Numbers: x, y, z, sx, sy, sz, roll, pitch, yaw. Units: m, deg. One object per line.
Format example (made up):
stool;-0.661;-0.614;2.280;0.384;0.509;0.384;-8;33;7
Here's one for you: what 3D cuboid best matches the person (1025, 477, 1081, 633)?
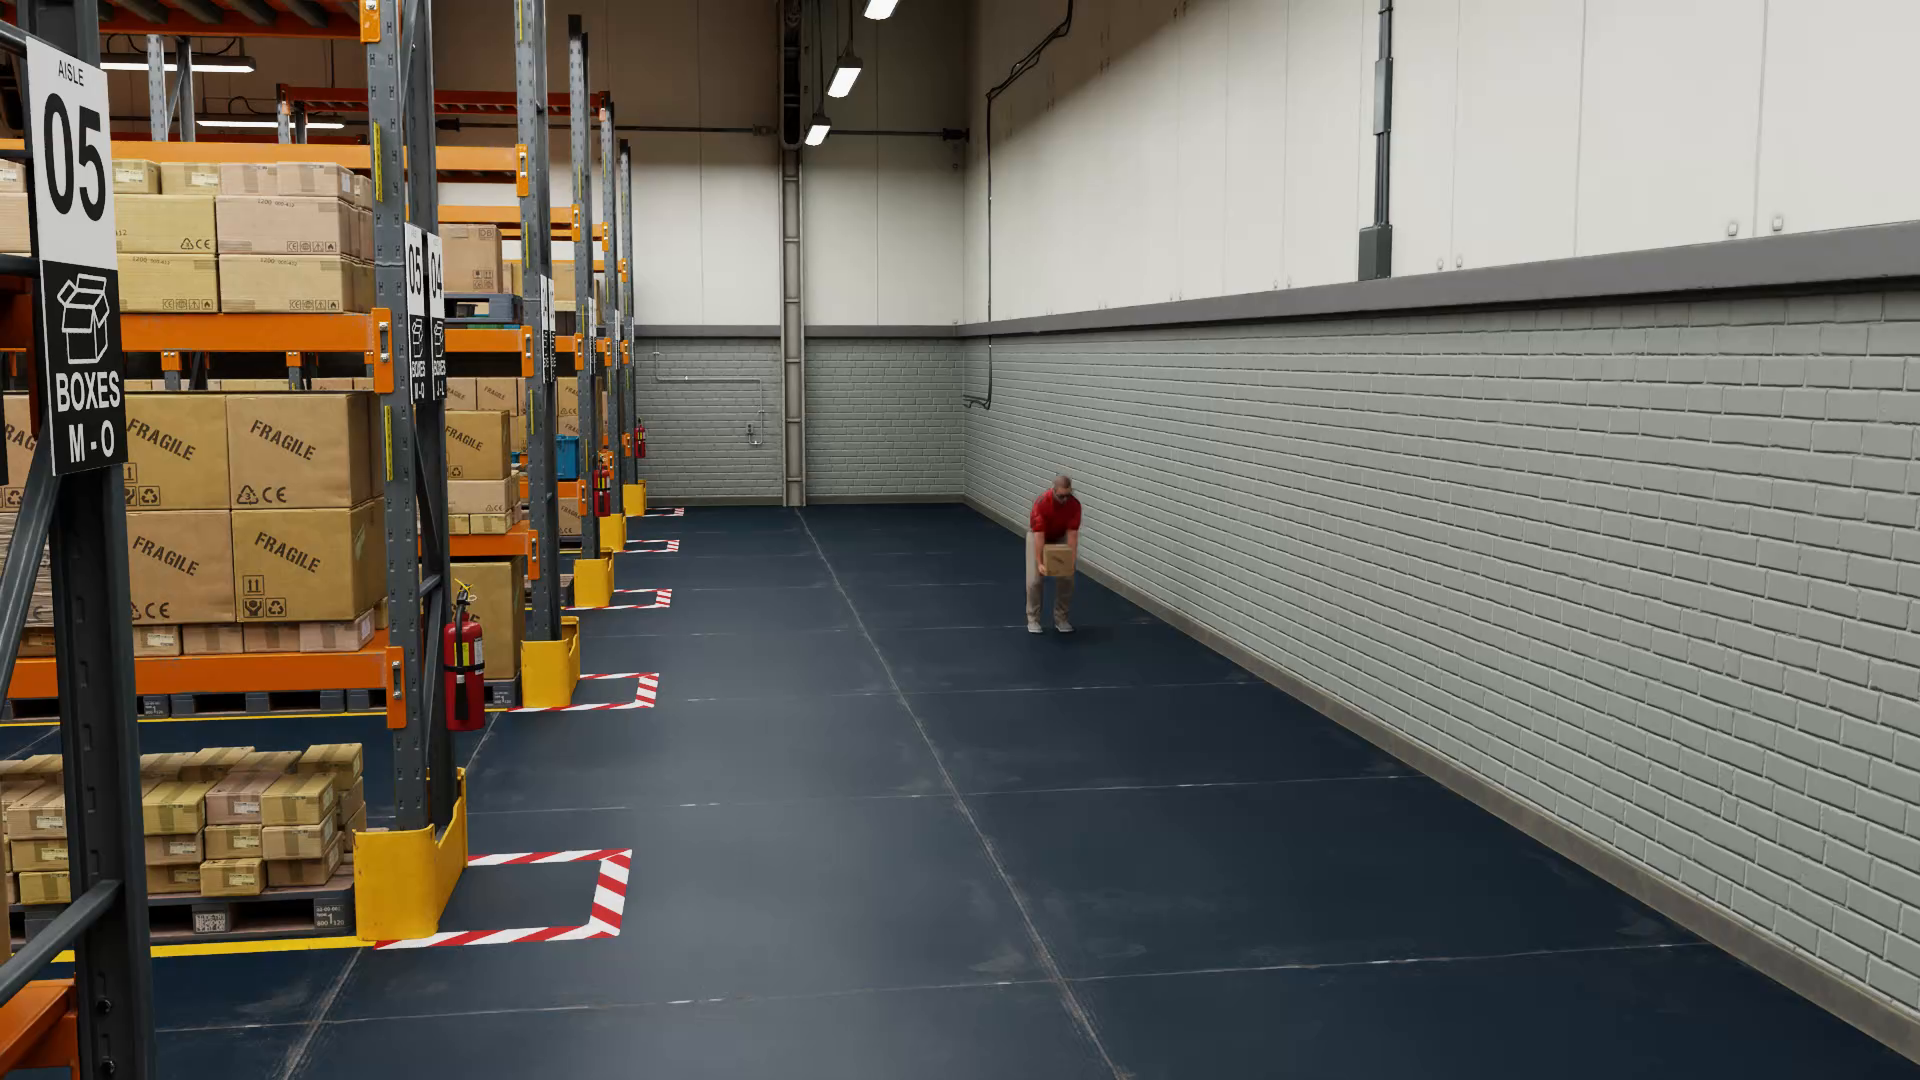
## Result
person;0.879;0.140;15.584;0.475;1.503;0.780;-1;7;-10
